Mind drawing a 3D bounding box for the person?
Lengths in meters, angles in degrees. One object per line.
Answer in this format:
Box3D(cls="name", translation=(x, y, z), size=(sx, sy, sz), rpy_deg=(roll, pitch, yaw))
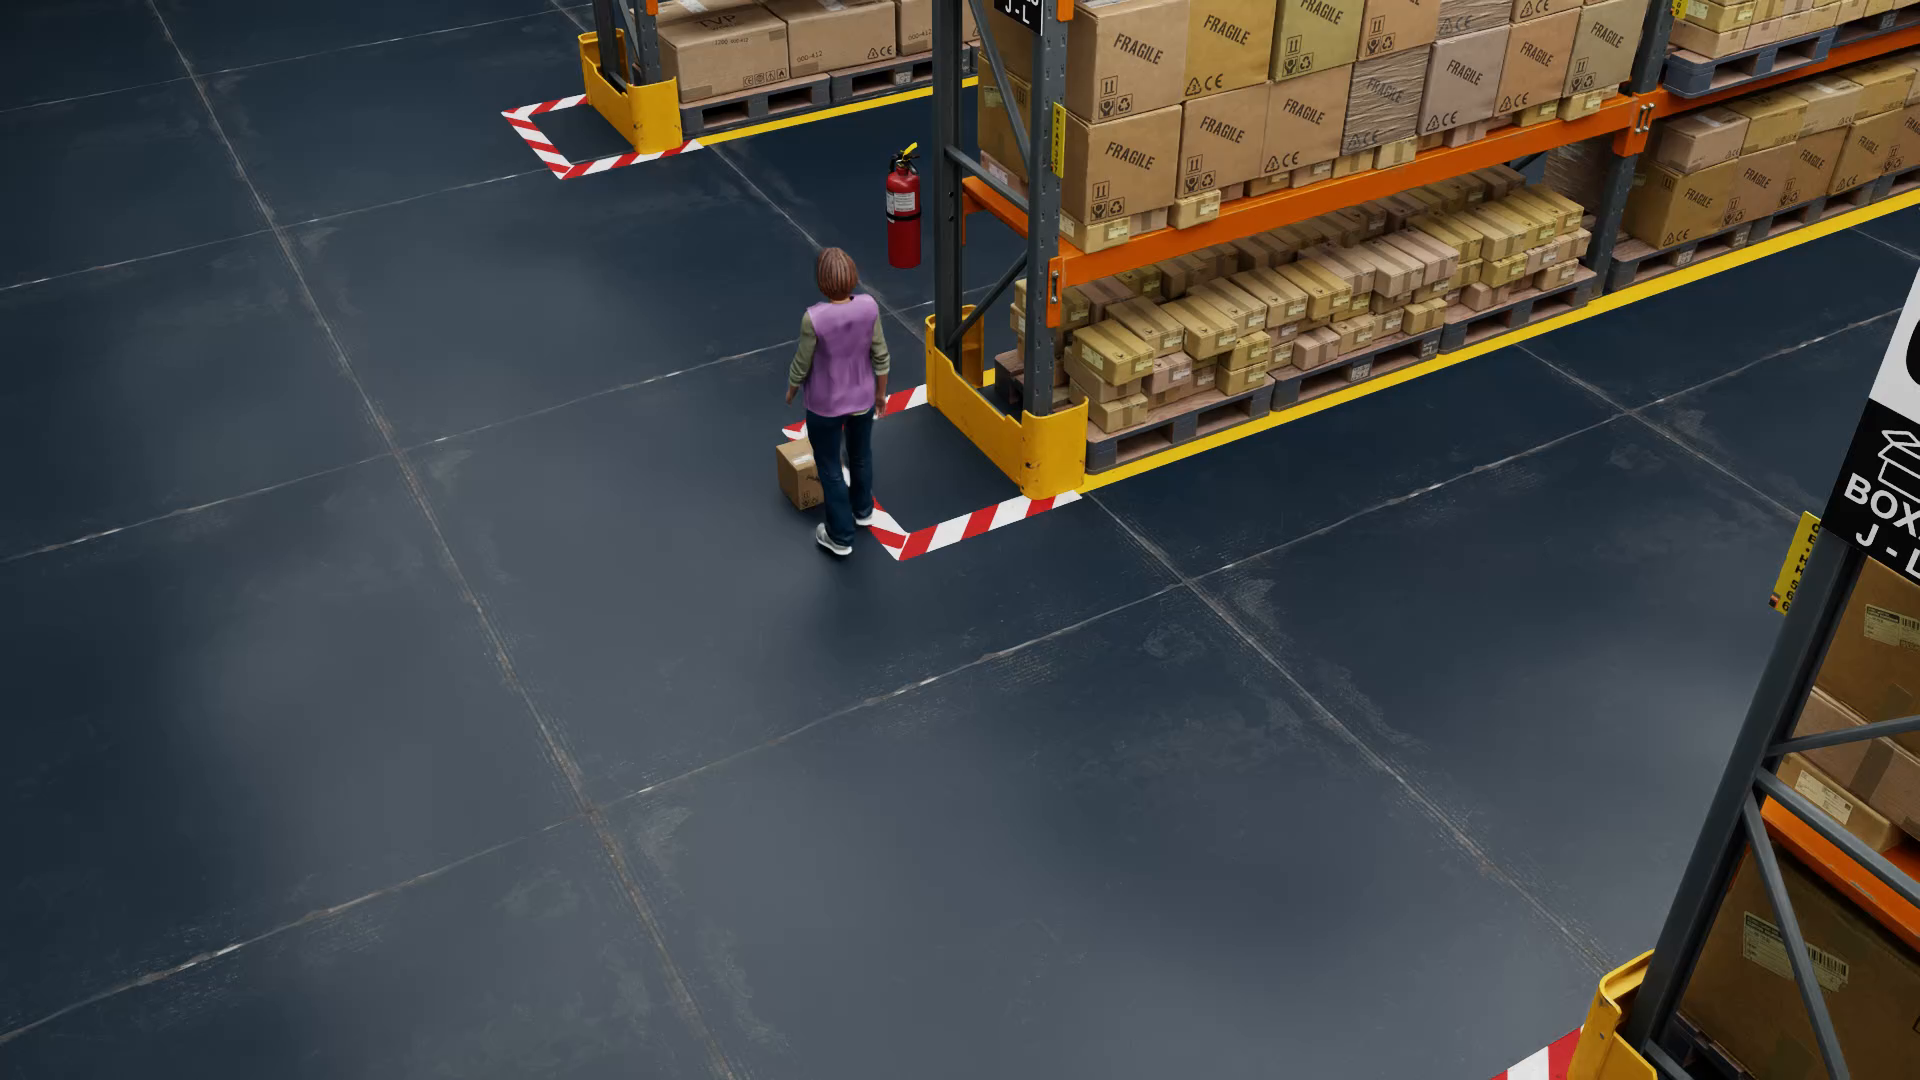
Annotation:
Box3D(cls="person", translation=(-0.587, -0.671, 7.798), size=(0.455, 1.609, 0.461), rpy_deg=(-17, 40, -21))
